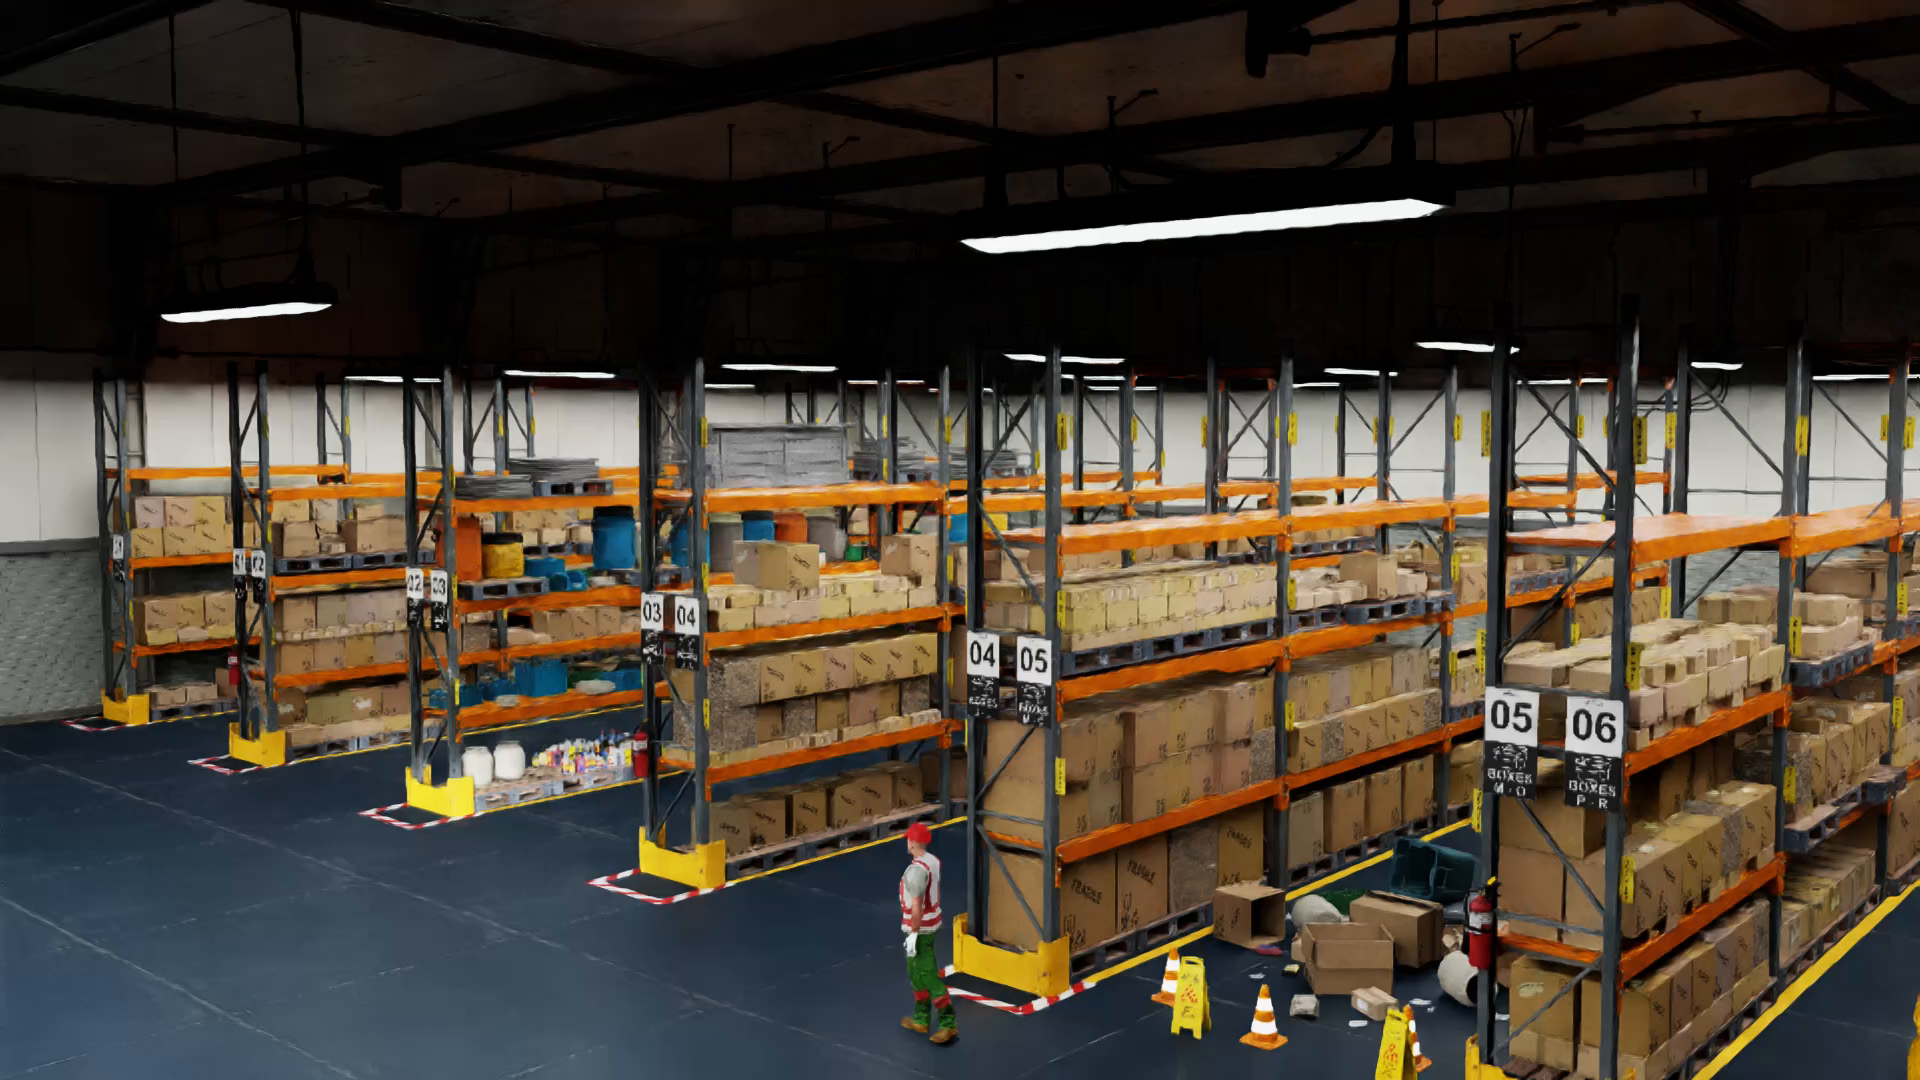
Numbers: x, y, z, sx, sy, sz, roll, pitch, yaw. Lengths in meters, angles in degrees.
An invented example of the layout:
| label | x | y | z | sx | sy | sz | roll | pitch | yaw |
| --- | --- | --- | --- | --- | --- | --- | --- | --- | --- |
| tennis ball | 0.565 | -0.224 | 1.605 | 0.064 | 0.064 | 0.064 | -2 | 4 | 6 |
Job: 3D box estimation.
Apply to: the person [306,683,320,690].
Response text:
| label | x | y | z | sx | sy | sz | roll | pitch | yaw |
| --- | --- | --- | --- | --- | --- | --- | --- | --- | --- |
| person | -11.280 | 2.224 | 28.958 | 0.625 | 1.607 | 0.802 | 2 | 5 | 22 |

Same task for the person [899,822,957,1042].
| label | x | y | z | sx | sy | sz | roll | pitch | yaw |
| --- | --- | --- | --- | --- | --- | --- | --- | --- | --- |
| person | -0.268 | 3.259 | 13.940 | 0.539 | 1.783 | 0.645 | 1 | 4 | 13 |
